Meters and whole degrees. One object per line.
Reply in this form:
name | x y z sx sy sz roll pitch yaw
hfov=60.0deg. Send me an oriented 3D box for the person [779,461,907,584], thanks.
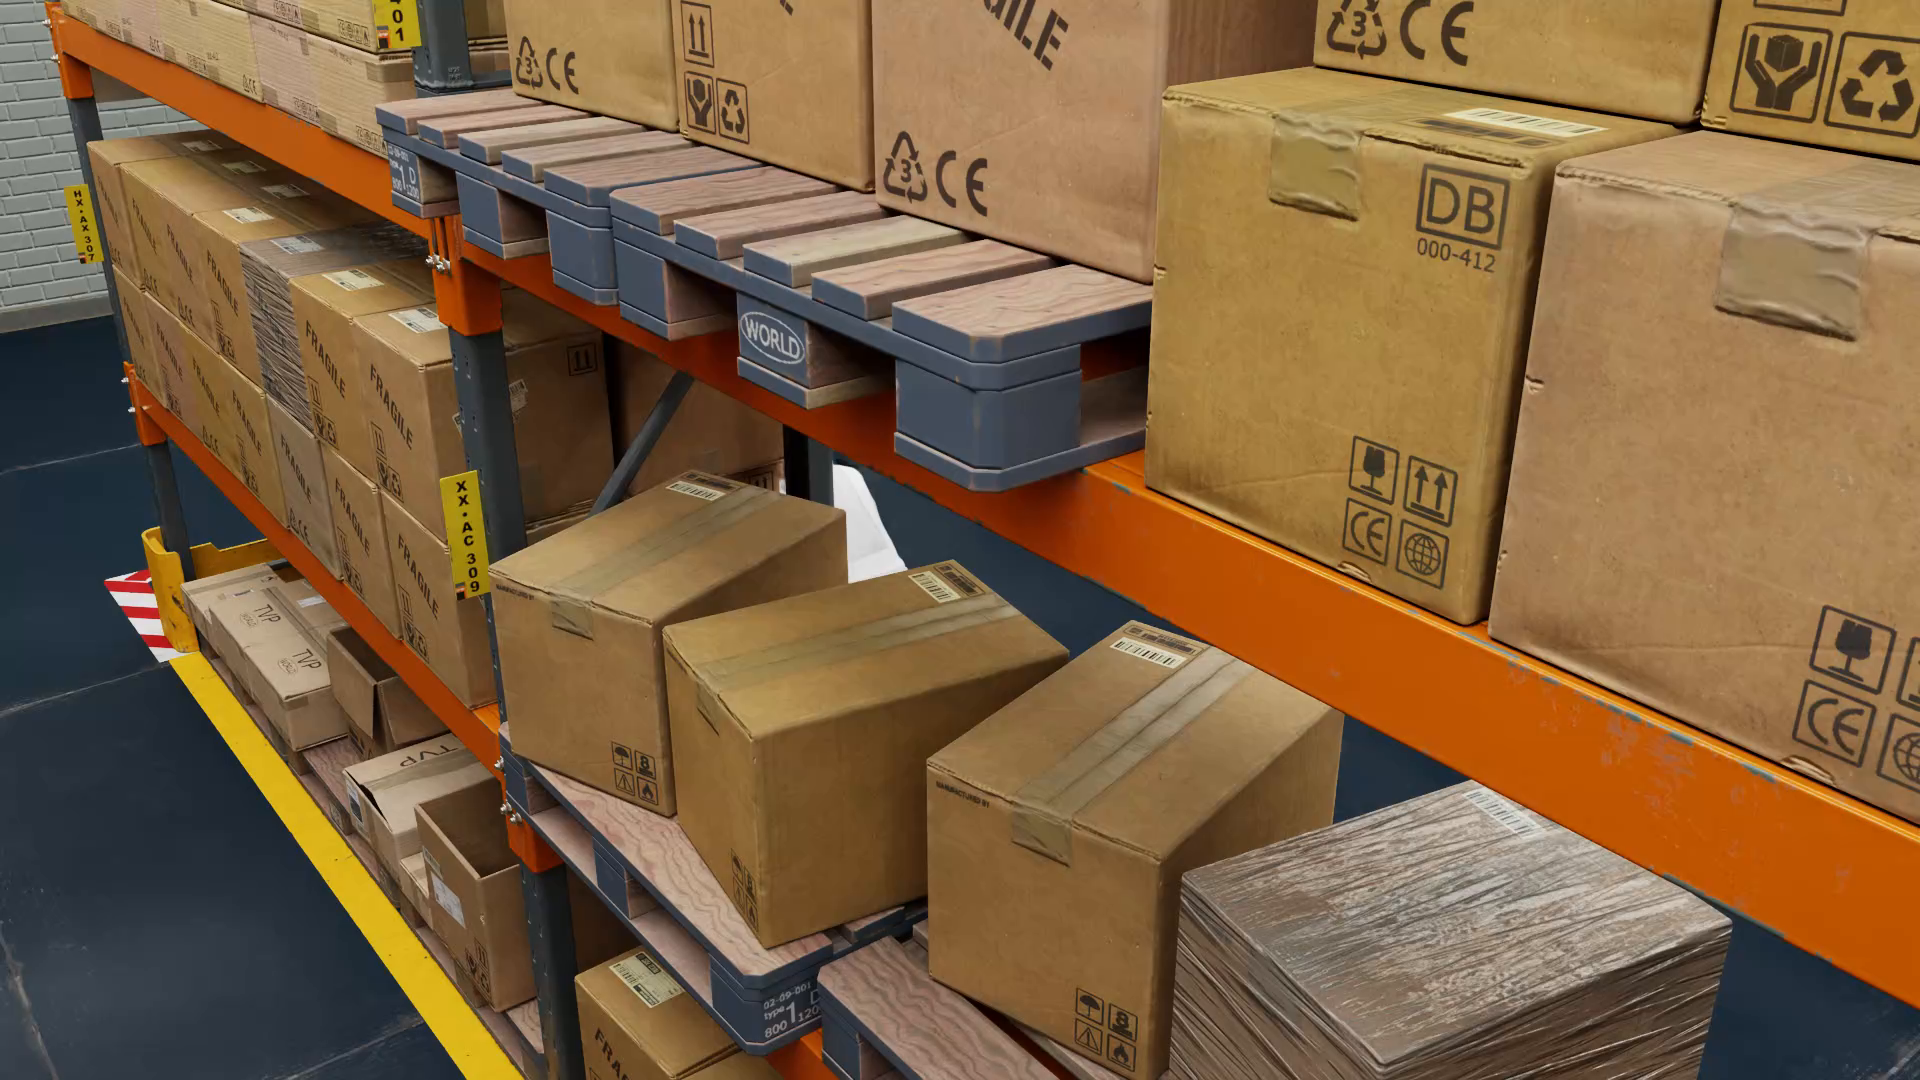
person | -0.558 0.241 6.609 0.611 1.322 0.813 -18 30 -34
